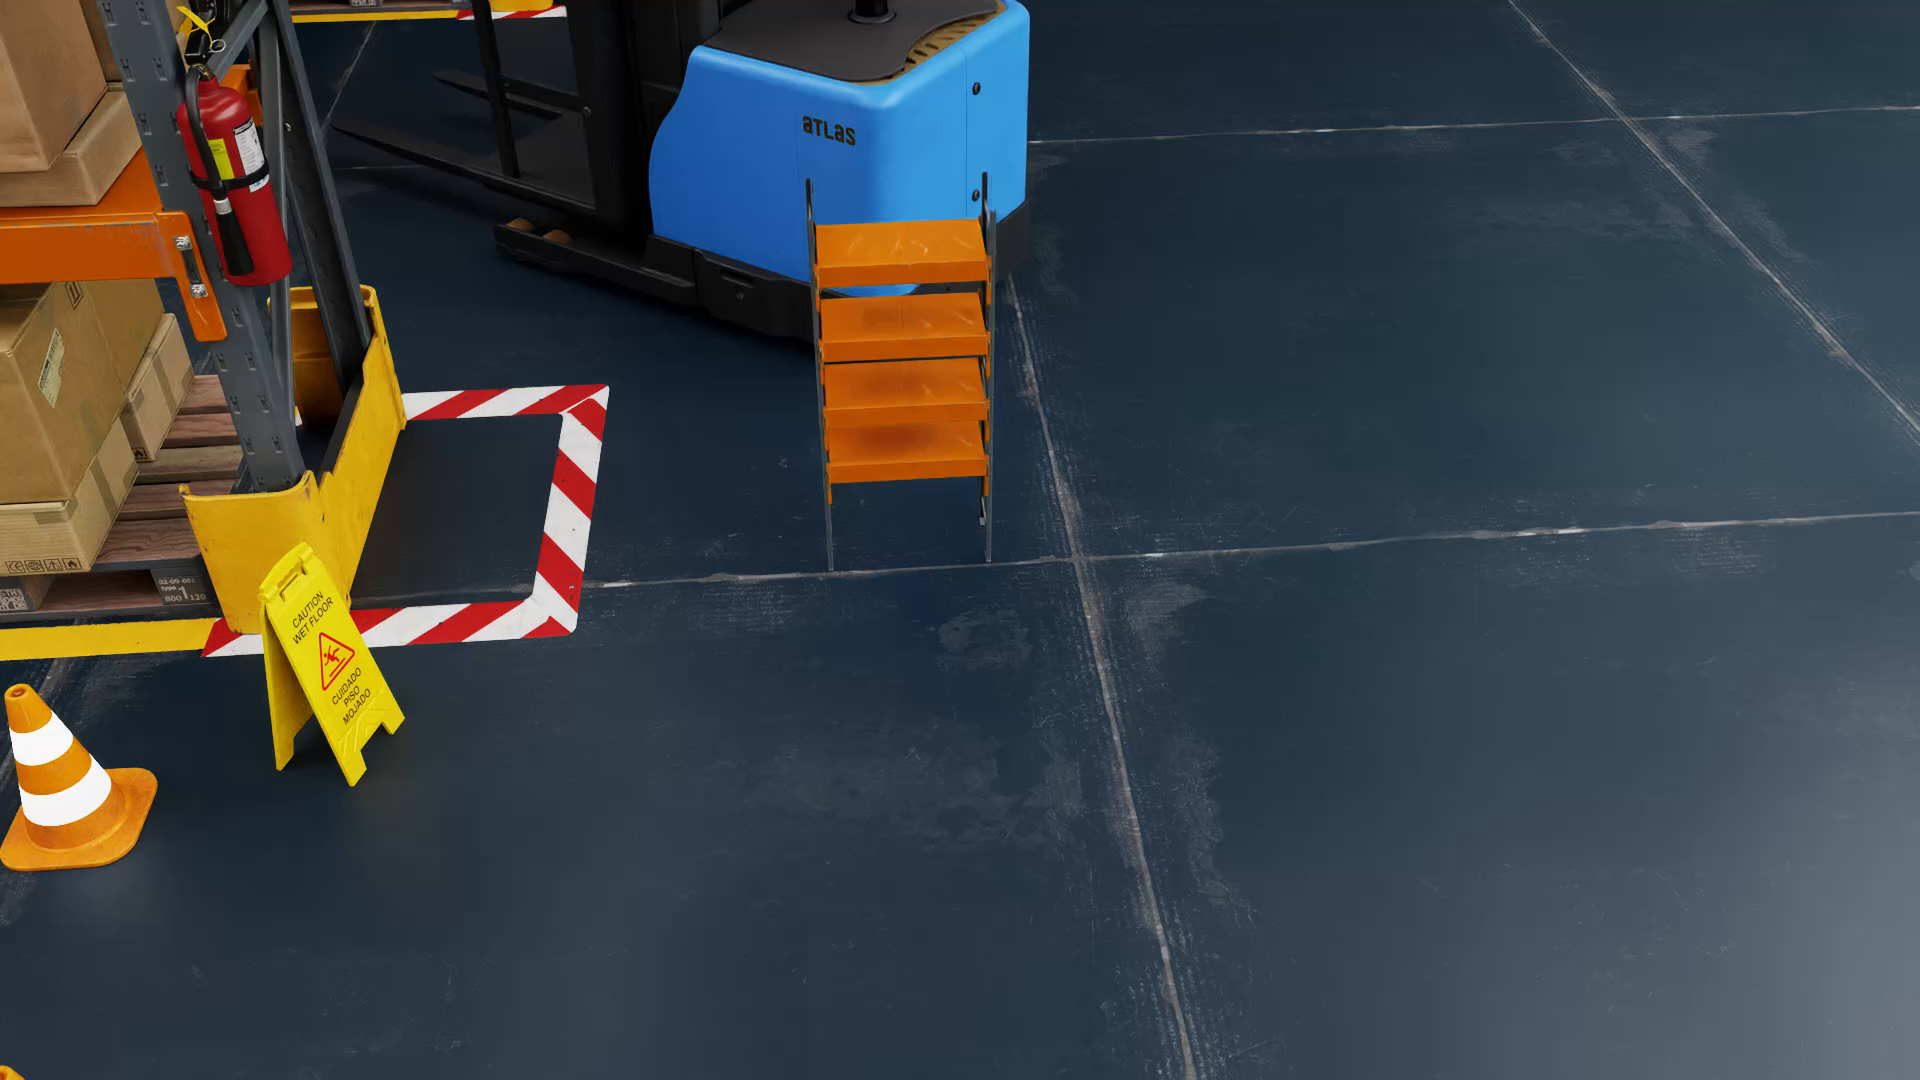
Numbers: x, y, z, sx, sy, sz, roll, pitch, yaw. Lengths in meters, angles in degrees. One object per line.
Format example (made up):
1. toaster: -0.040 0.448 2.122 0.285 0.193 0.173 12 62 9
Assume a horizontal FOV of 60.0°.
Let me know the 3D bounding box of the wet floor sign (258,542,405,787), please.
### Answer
1. wet floor sign: -1.688 0.305 4.342 0.232 0.644 0.267 9 39 12

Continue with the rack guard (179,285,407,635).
1. rack guard: -2.048 -0.283 5.205 0.348 0.500 1.175 -3 38 -4

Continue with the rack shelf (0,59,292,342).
1. rack shelf: -3.964 -0.877 4.520 4.000 0.370 1.077 -3 38 -4

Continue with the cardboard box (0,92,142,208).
1. cardboard box: -2.326 -1.018 4.321 0.250 0.149 0.380 -2 38 -2

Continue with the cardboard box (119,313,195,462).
1. cardboard box: -2.800 -0.481 5.318 0.500 0.250 0.500 -3 38 -4

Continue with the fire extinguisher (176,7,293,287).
1. fire extinguisher: -1.818 -0.960 4.108 0.183 0.674 0.296 -3 38 -4

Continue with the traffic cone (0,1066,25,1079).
1. traffic cone: -1.849 1.213 3.339 0.334 0.463 0.336 -3 38 -4

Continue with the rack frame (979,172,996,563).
1. rack frame: 0.078 -0.475 4.884 0.015 1.200 0.240 -3 38 -4

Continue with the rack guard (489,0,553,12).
1. rack guard: -2.392 -3.351 9.094 0.348 0.500 1.175 -3 38 -4

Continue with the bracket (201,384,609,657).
1. bracket: -1.724 -0.110 5.390 1.079 0.001 1.378 -3 38 -4

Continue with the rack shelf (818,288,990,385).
1. rack shelf: -0.165 -0.585 4.770 0.480 0.148 0.258 -3 38 -4

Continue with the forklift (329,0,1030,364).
1. forklift: -1.259 -2.462 6.004 3.031 2.935 1.130 21 43 24

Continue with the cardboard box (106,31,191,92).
1. cardboard box: -2.329 -1.279 4.652 0.250 0.149 0.380 -3 38 -4

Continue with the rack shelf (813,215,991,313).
1. rack shelf: -0.165 -0.770 4.623 0.480 0.148 0.258 -3 38 -4

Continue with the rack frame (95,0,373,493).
1. rack frame: -1.972 -1.269 4.436 0.127 3.000 1.000 -3 38 -4

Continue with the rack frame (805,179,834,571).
1. rack frame: -0.408 -0.449 4.850 0.015 1.200 0.240 -3 38 -4

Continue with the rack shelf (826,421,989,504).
1. rack shelf: -0.165 -0.253 5.032 0.480 0.148 0.258 -3 38 -4

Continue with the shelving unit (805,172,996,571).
1. shelving unit: -0.165 -0.462 4.867 0.503 1.200 0.258 -3 38 -4

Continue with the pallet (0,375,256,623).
1. pallet: -2.860 -0.147 5.266 1.213 0.211 1.003 -3 38 -4

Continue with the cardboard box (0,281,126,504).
1. cardboard box: -2.747 -0.444 4.666 0.500 0.500 0.500 -3 38 -4

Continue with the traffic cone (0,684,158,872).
1. traffic cone: -2.286 0.547 4.184 0.334 0.463 0.336 -3 38 -4
